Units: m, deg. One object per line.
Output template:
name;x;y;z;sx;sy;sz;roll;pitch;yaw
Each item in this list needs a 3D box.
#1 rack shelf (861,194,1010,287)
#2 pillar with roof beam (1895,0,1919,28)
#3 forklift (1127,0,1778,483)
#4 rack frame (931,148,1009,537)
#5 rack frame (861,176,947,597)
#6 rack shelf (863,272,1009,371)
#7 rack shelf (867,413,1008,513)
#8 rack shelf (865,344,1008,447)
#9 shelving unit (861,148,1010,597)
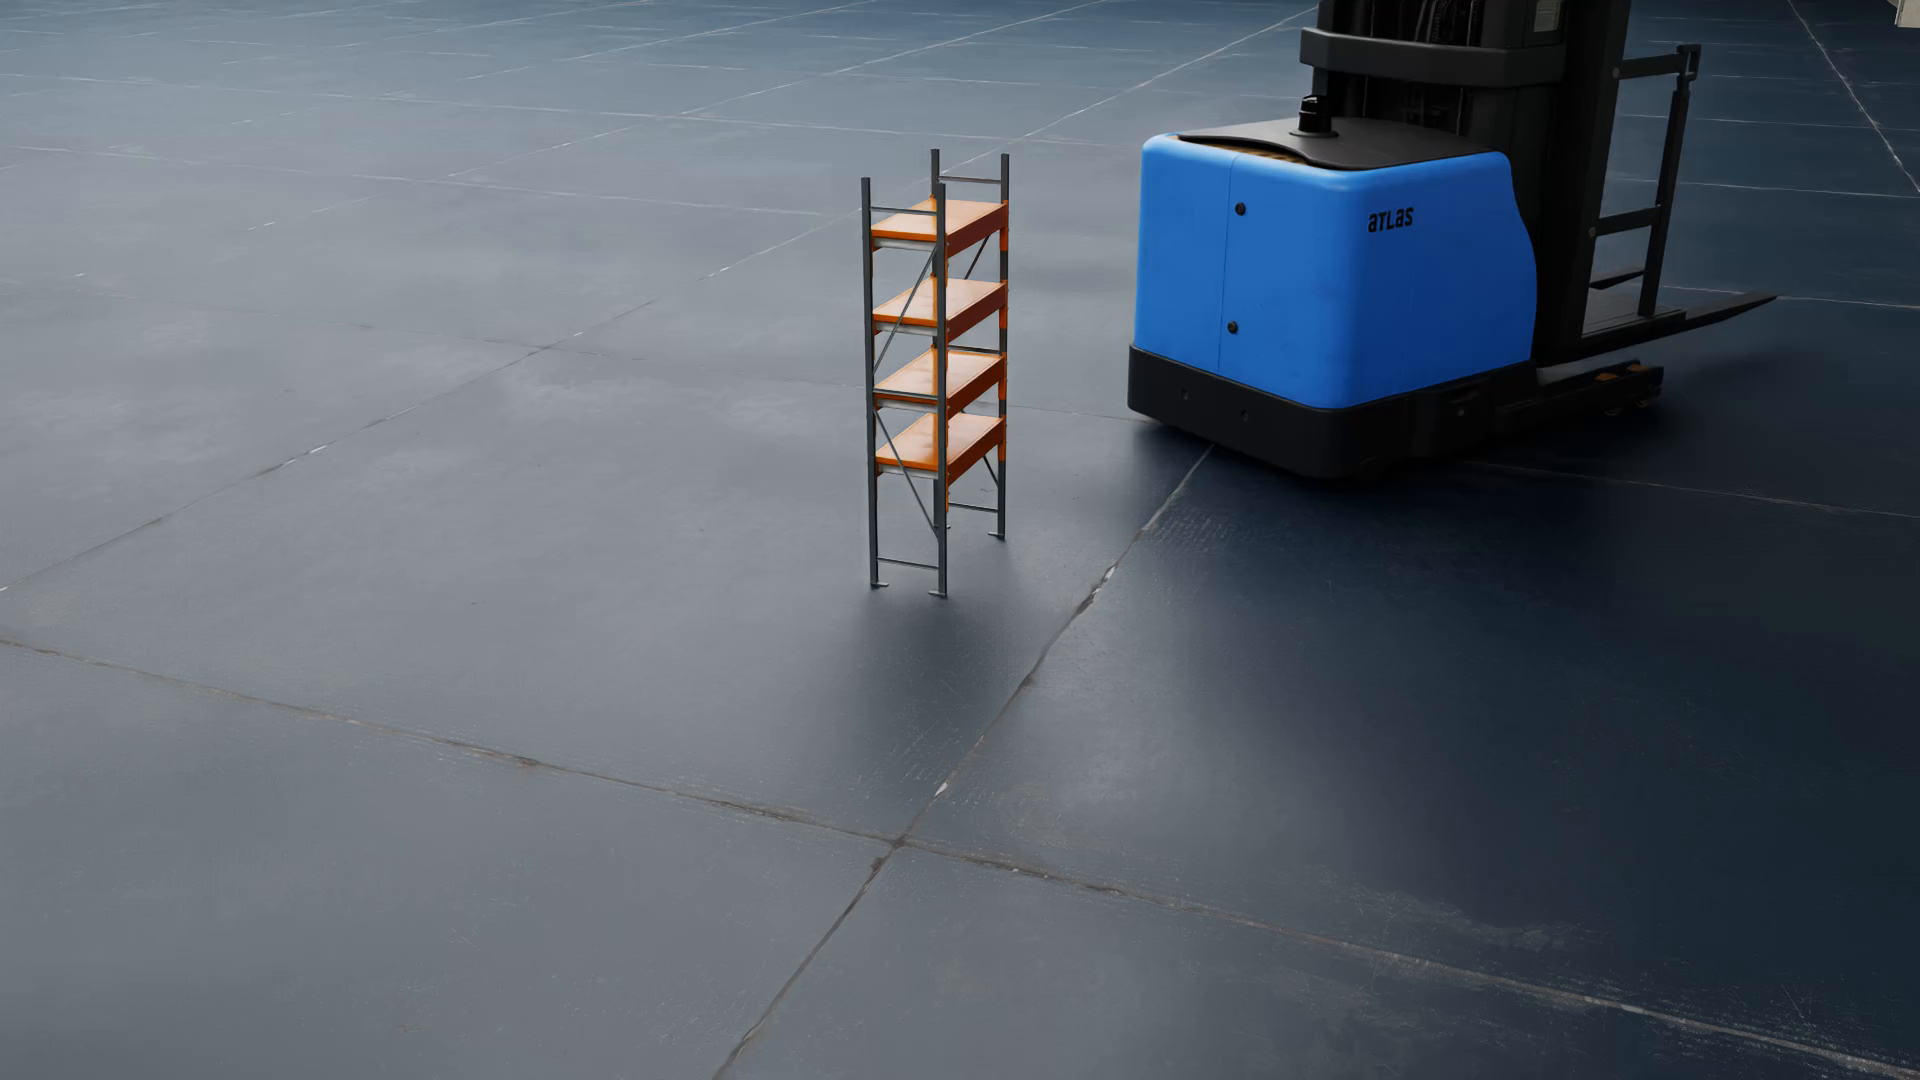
rack shelf;-0.062;-0.857;4.725;0.258;0.148;0.480;9;24;20
pillar with roof beam;7.554;-11.017;19.949;9.100;9.000;0.400;9;24;20
forklift;2.126;-1.976;6.178;3.031;2.935;1.130;-15;27;-32
rack frame;0.029;-0.582;5.086;0.240;1.200;0.015;9;24;20
rack frame;-0.152;-0.407;4.668;0.240;1.200;0.015;9;24;20
rack shelf;-0.062;-0.639;4.817;0.258;0.148;0.480;9;24;20
rack shelf;-0.061;-0.249;4.979;0.258;0.148;0.480;9;24;20
rack shelf;-0.062;-0.432;4.903;0.258;0.148;0.480;9;24;20
shelving unit;-0.062;-0.494;4.877;0.258;1.200;0.503;9;24;20
